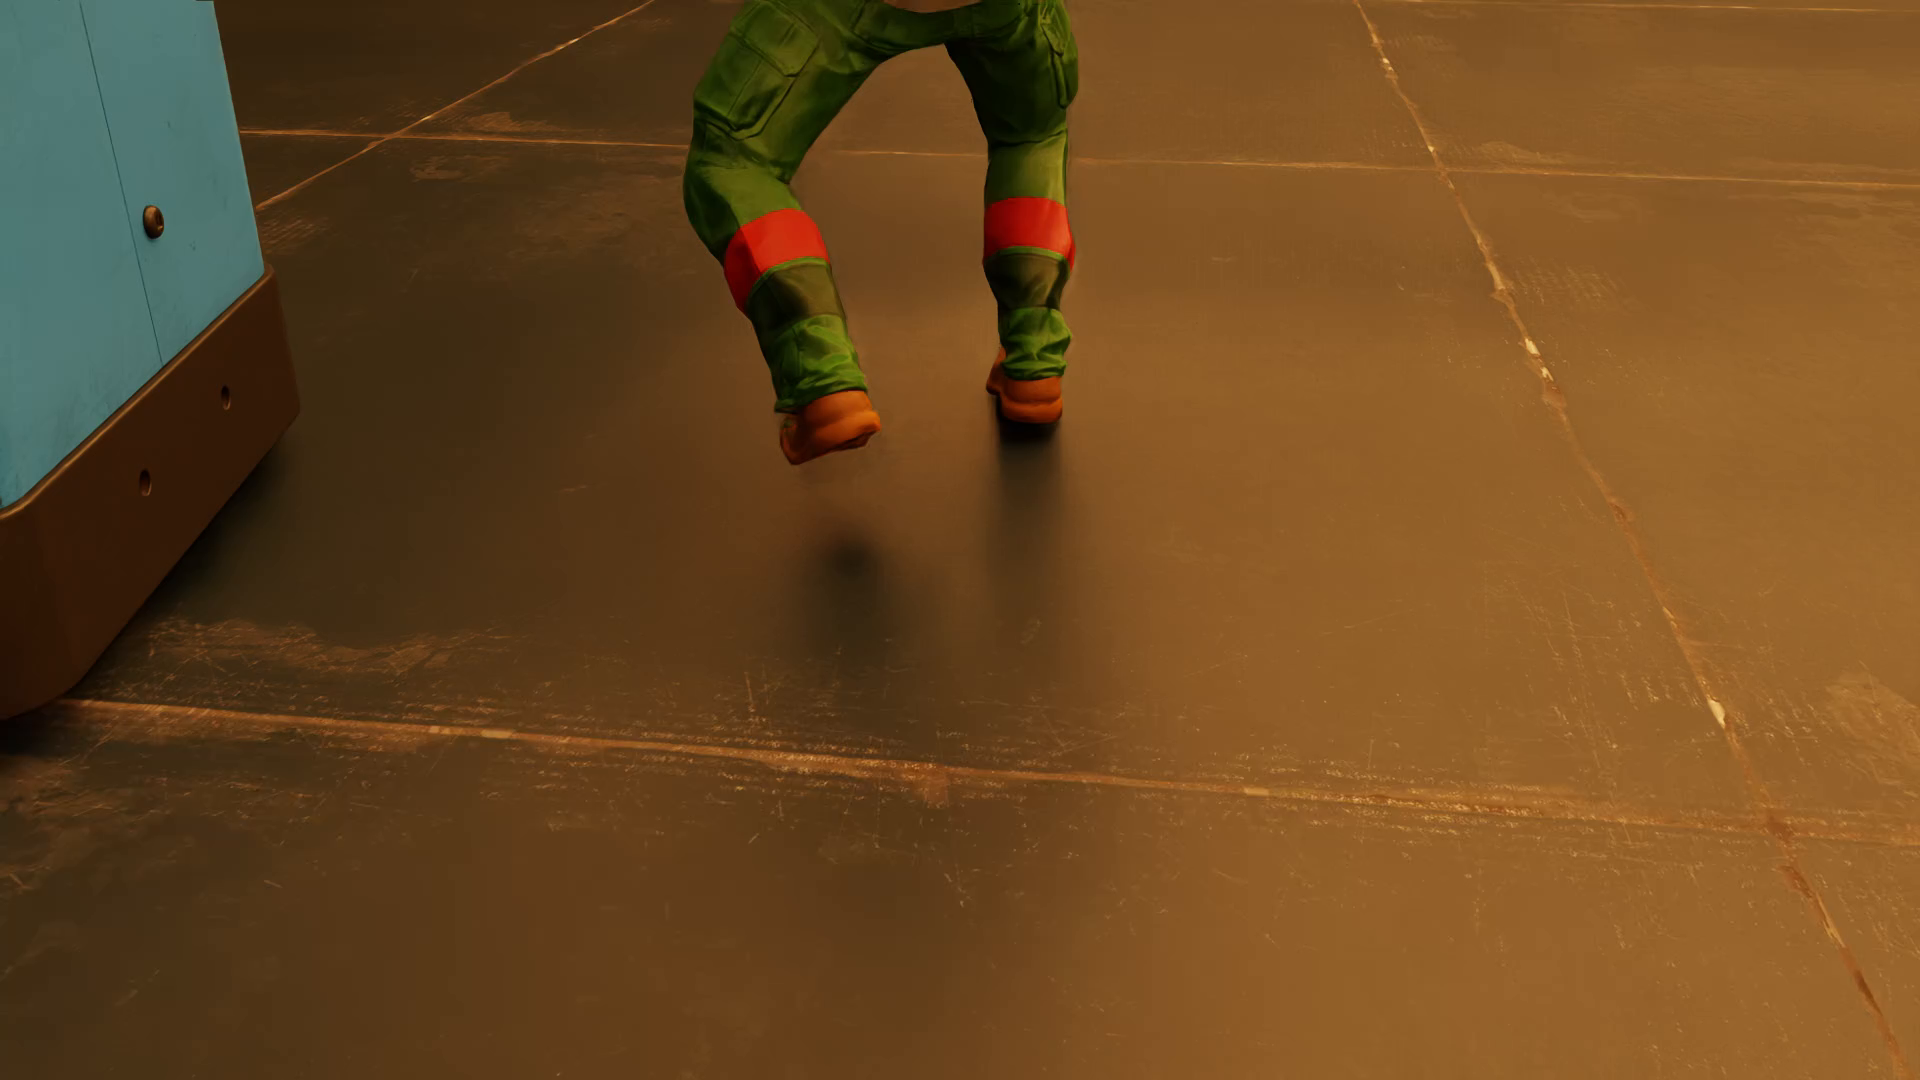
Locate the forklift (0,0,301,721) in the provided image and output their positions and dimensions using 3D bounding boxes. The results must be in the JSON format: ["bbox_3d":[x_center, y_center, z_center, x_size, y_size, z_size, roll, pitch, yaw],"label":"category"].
[{"bbox_3d":[-2.589,-1.236,1.694,3.031,2.935,1.130,-1,27,-2],"label":"forklift"}]

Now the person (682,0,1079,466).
[{"bbox_3d":[0.093,-0.938,2.590,1.102,1.555,0.739,-15,30,-28],"label":"person"}]
